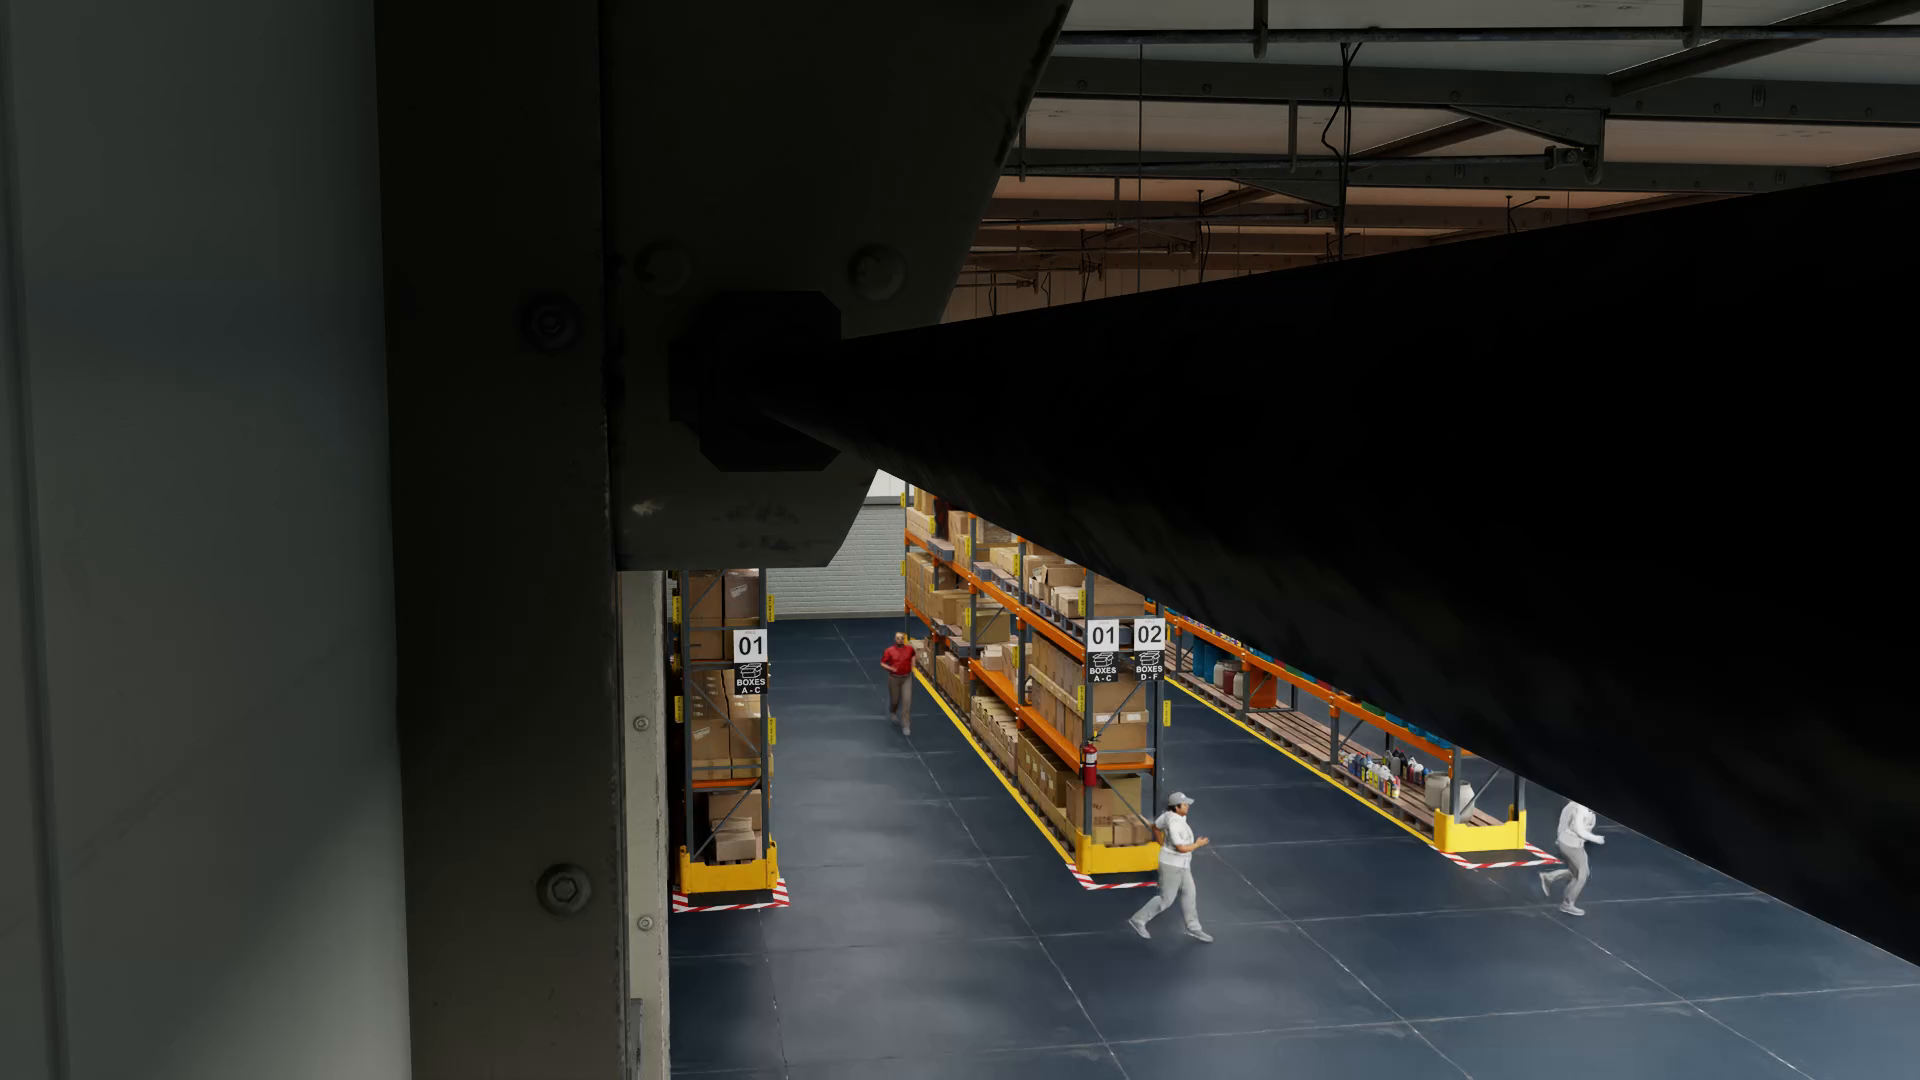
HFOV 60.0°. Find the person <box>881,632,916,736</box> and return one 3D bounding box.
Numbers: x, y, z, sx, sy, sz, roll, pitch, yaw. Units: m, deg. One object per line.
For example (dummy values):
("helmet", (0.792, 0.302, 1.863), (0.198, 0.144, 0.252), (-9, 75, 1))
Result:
("person", (-1.048, 2.468, 29.006), (0.662, 1.743, 0.923), (-1, 6, -12))

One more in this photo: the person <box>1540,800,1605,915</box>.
("person", (7.090, 3.543, 19.231), (0.694, 1.630, 0.602), (2, 6, 22))

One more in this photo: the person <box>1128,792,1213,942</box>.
("person", (2.325, 3.589, 18.267), (0.933, 1.669, 0.598), (1, 6, 7))
